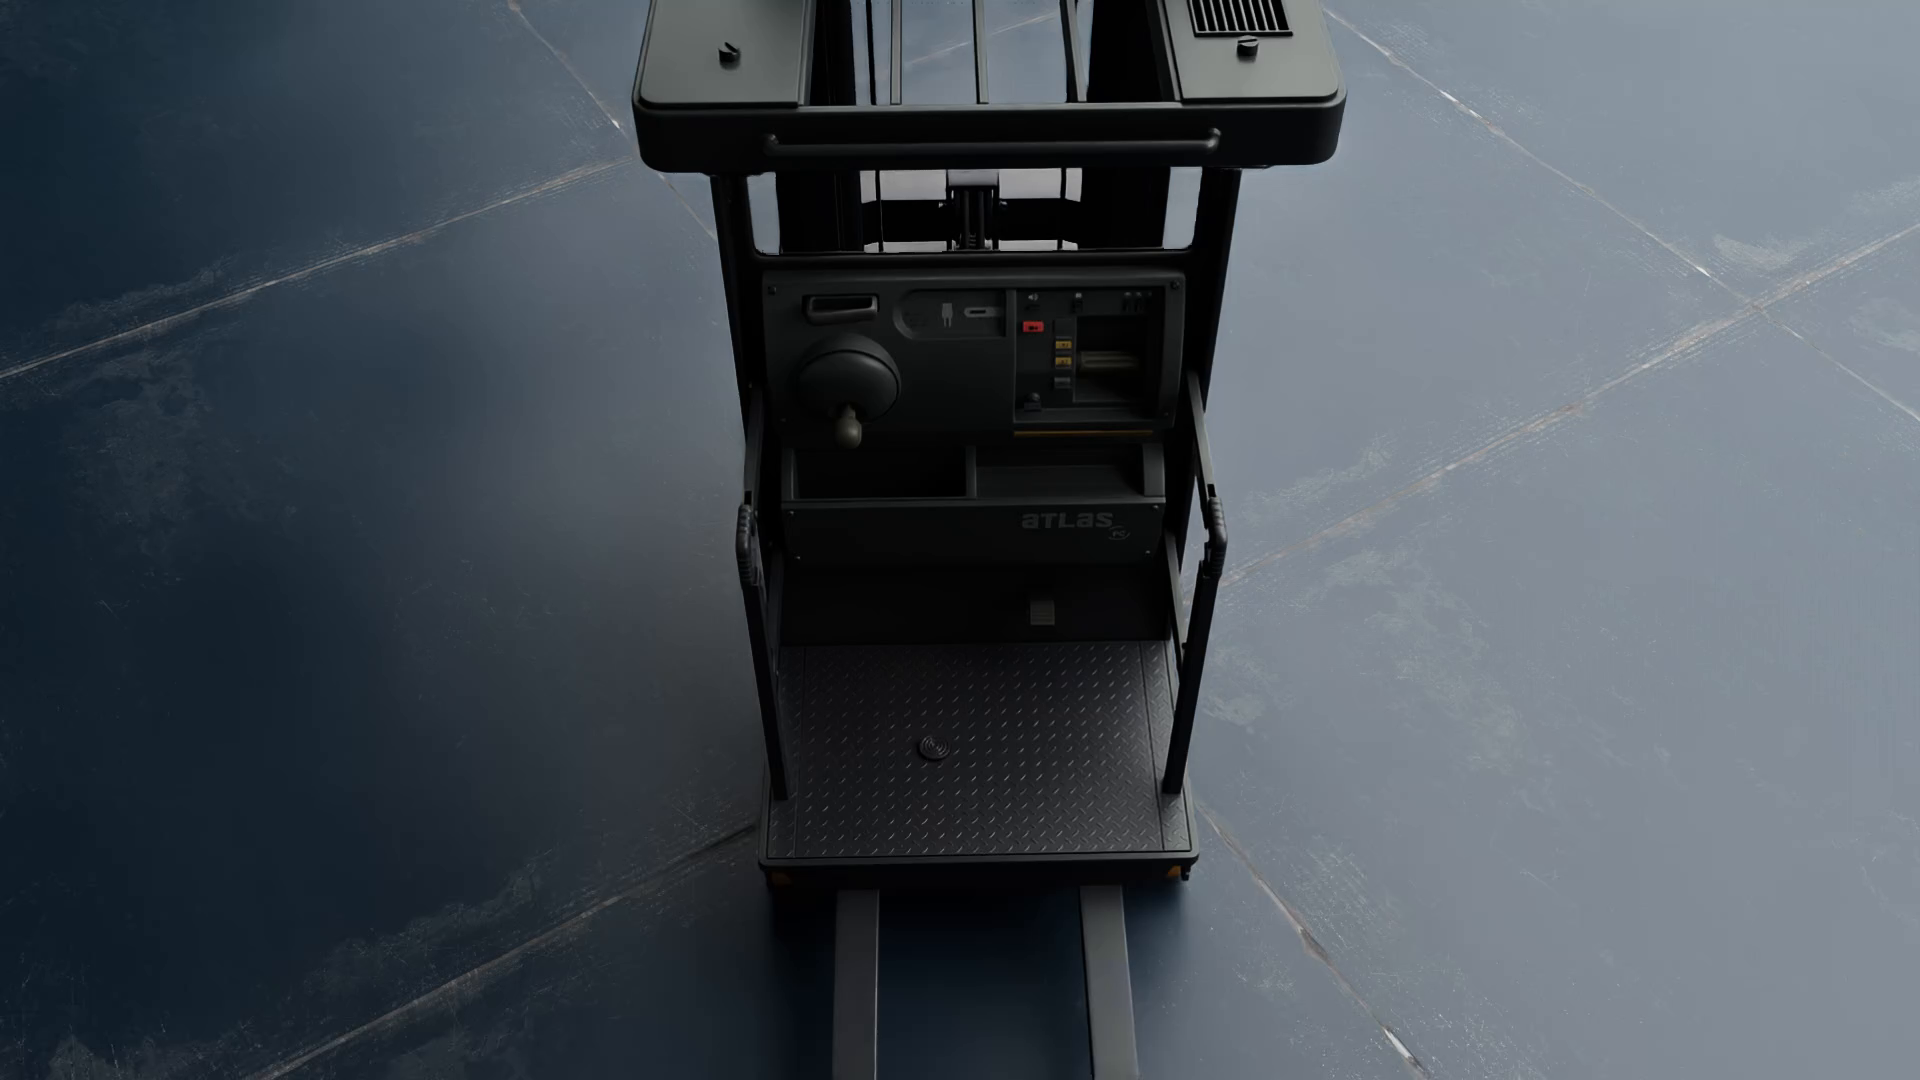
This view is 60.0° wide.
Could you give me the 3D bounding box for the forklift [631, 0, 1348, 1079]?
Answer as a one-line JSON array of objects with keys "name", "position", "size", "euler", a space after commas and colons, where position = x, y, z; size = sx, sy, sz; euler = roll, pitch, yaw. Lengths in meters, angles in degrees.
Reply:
[{"name": "forklift", "position": [0.038, -0.305, 3.559], "size": [1.130, 2.935, 3.031], "euler": [-1, 48, -1]}]
